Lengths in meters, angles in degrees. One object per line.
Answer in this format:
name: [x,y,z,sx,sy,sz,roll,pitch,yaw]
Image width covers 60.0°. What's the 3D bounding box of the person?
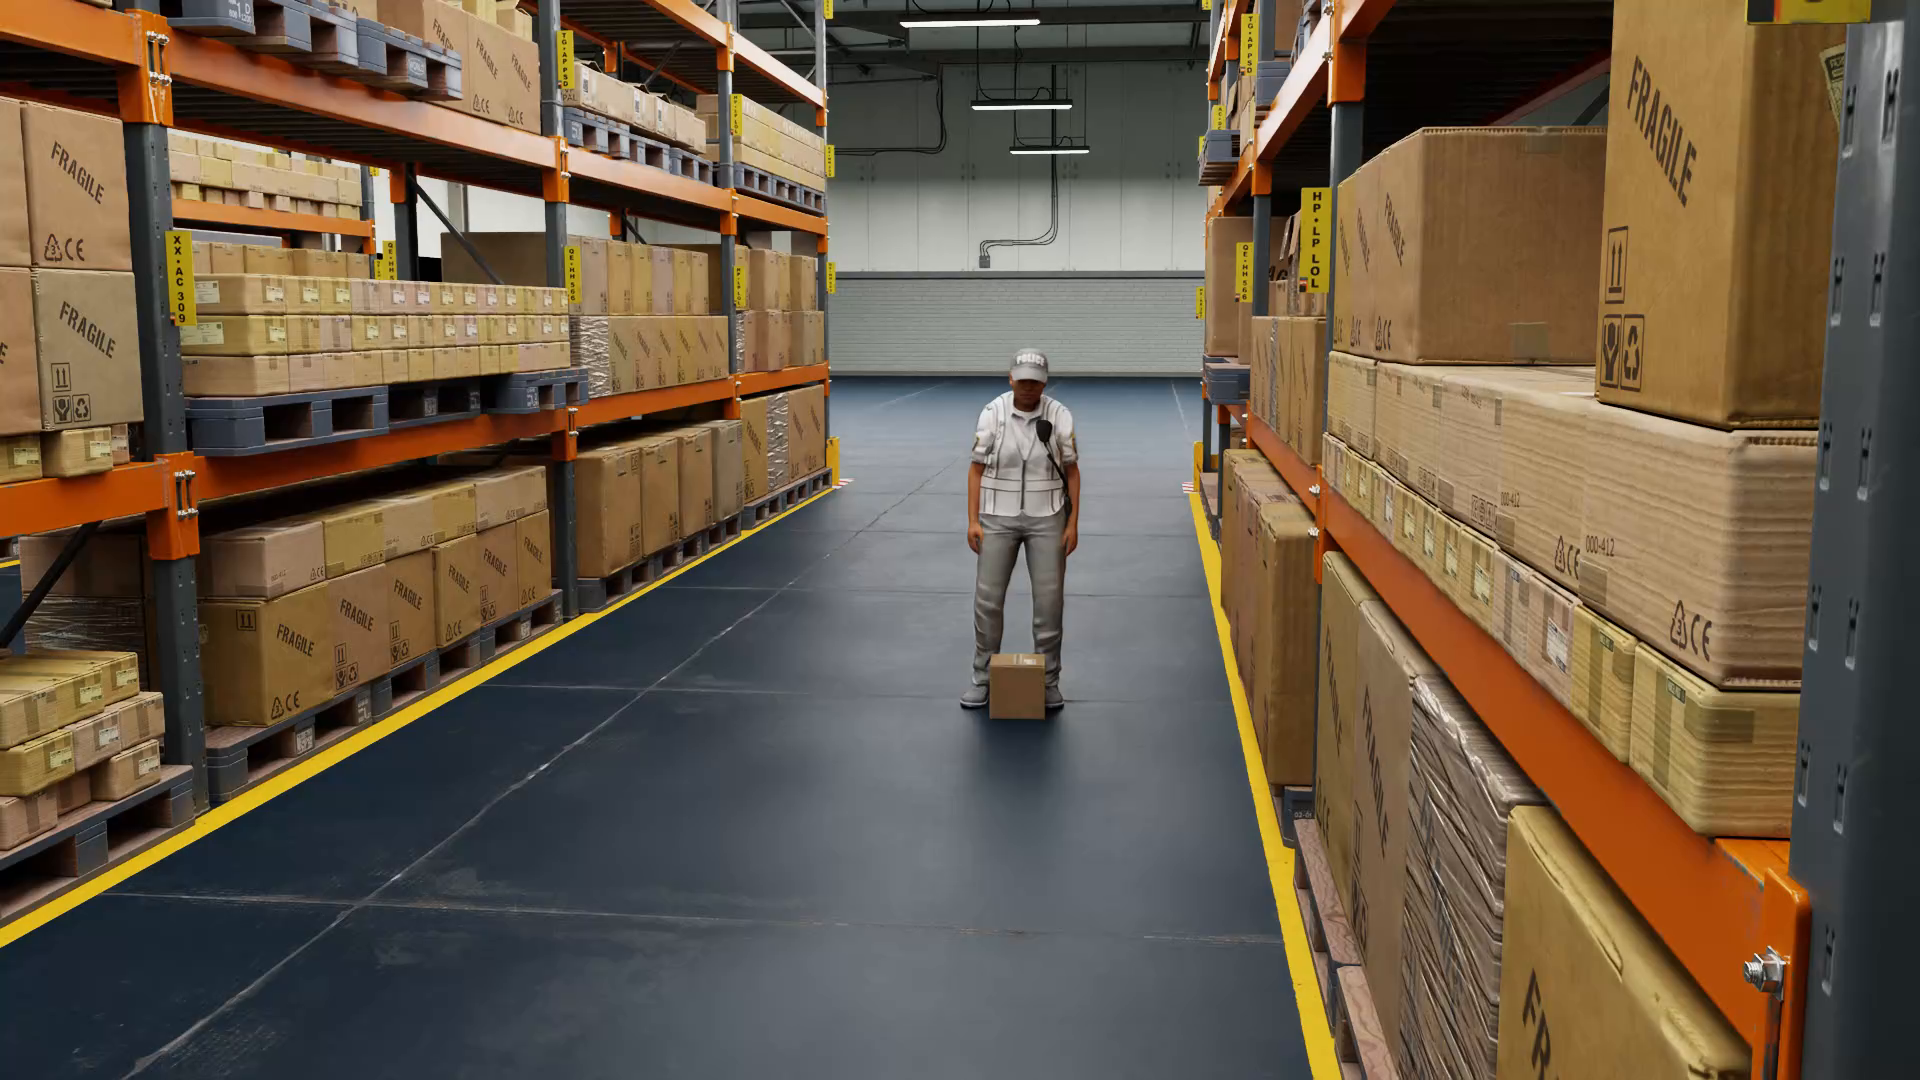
person: [0.281,-0.060,7.726,0.552,1.664,0.469,0,8,3]
